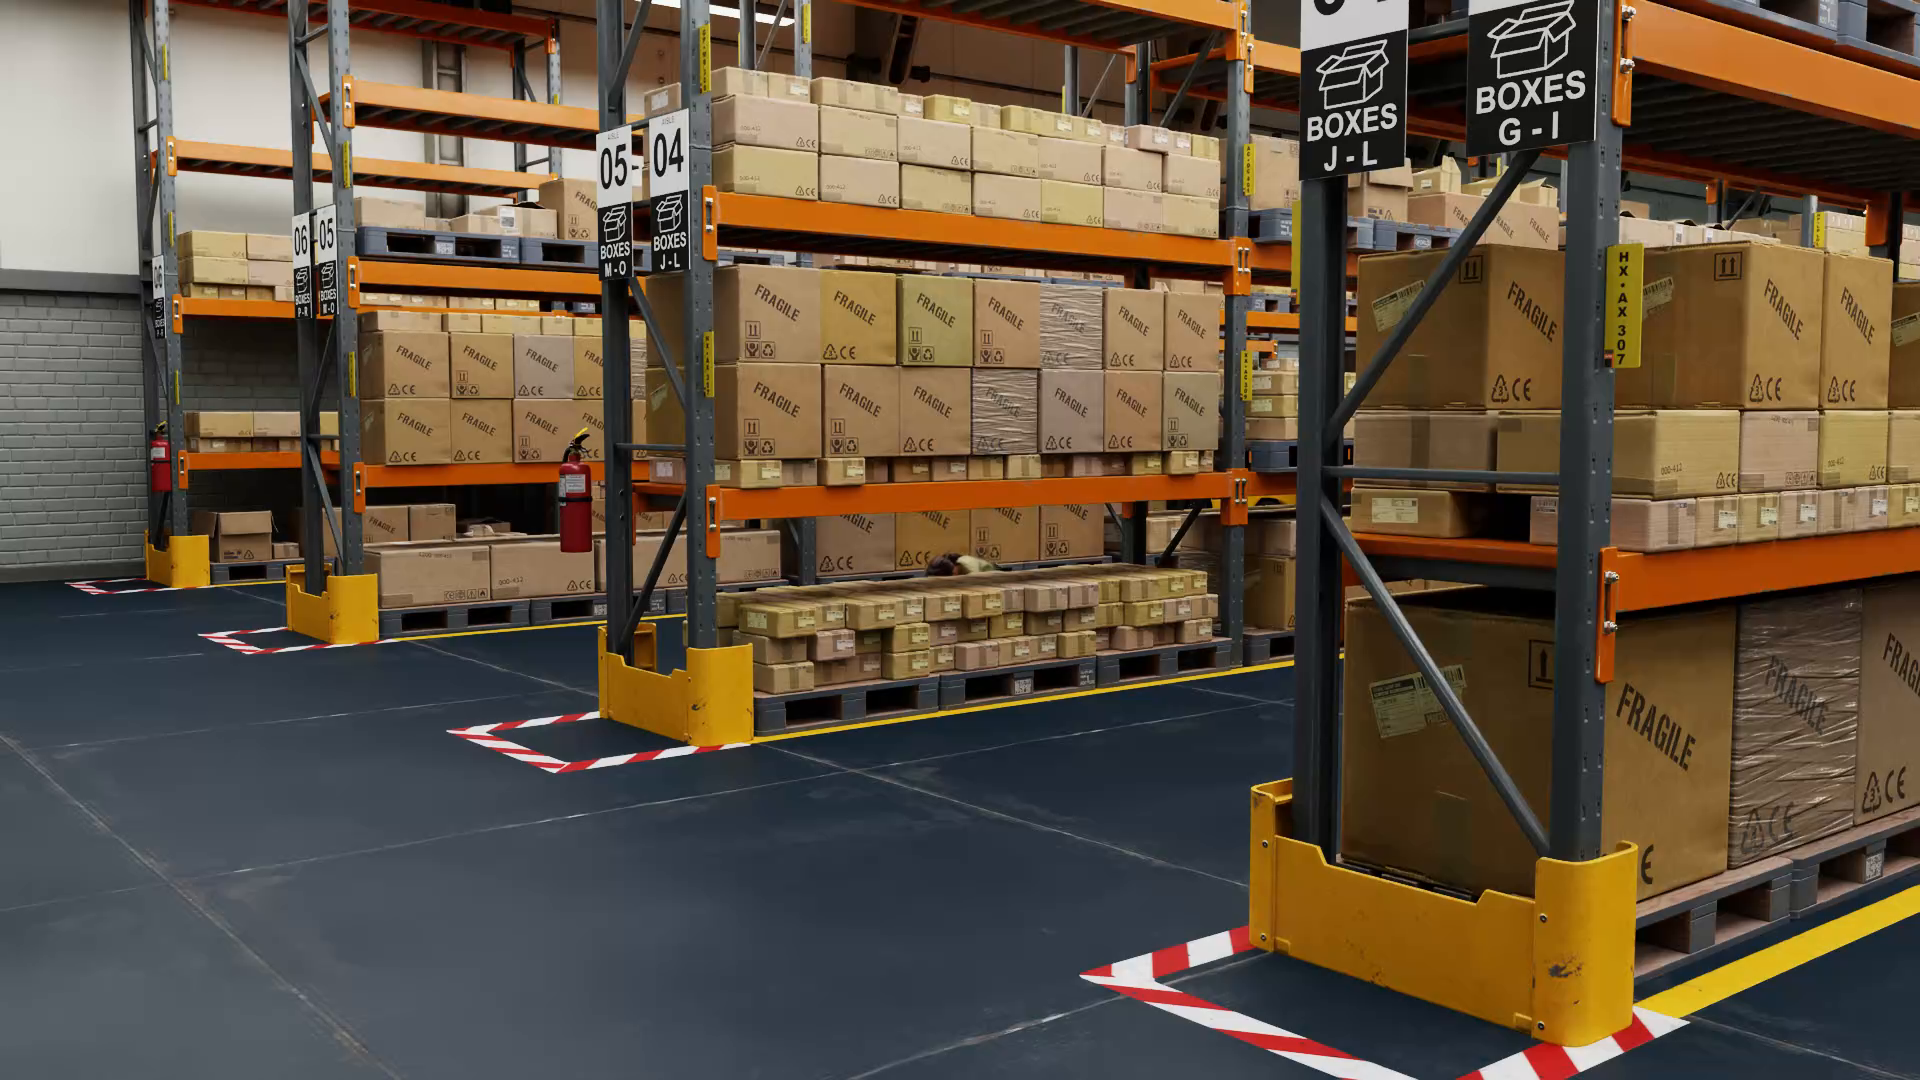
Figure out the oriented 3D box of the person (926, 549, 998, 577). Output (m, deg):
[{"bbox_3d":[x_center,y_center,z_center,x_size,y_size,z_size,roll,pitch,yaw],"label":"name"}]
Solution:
[{"bbox_3d":[0.016,0.439,12.014,0.467,0.779,0.864,3,5,31],"label":"person"}]
